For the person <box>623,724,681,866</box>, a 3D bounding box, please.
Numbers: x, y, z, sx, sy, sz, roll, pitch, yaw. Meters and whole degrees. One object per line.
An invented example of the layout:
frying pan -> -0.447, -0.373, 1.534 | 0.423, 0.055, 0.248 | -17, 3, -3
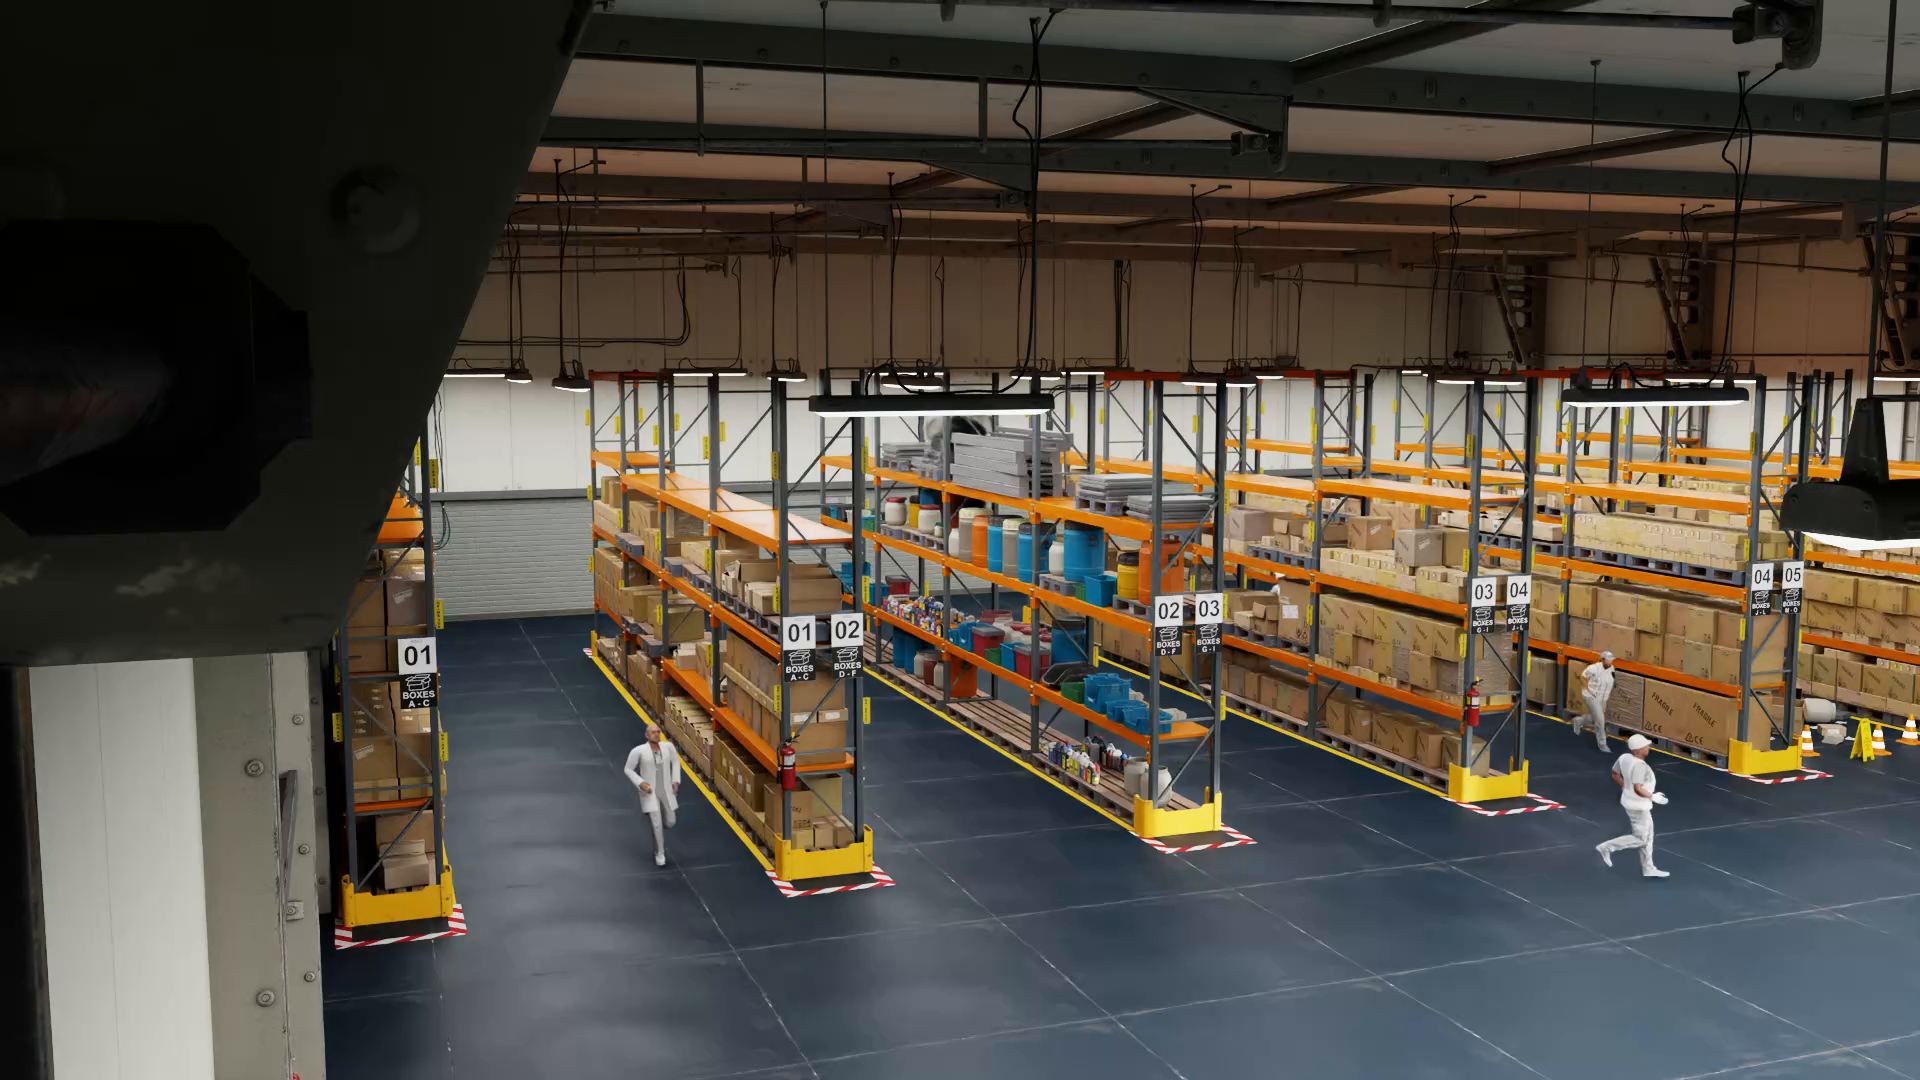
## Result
person -> -3.844, 3.159, 20.872 | 0.742, 1.736, 0.707 | -4, 8, -33

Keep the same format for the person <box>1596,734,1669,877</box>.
person -> 8.160, 3.223, 20.129 | 0.898, 1.769, 0.680 | 1, 6, 7

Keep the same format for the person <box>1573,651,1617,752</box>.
person -> 10.212, 2.564, 26.842 | 0.607, 1.653, 0.910 | -2, 7, -19

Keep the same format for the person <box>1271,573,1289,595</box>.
person -> 6.894, 1.525, 35.262 | 0.647, 1.735, 0.602 | -3, 7, -28
